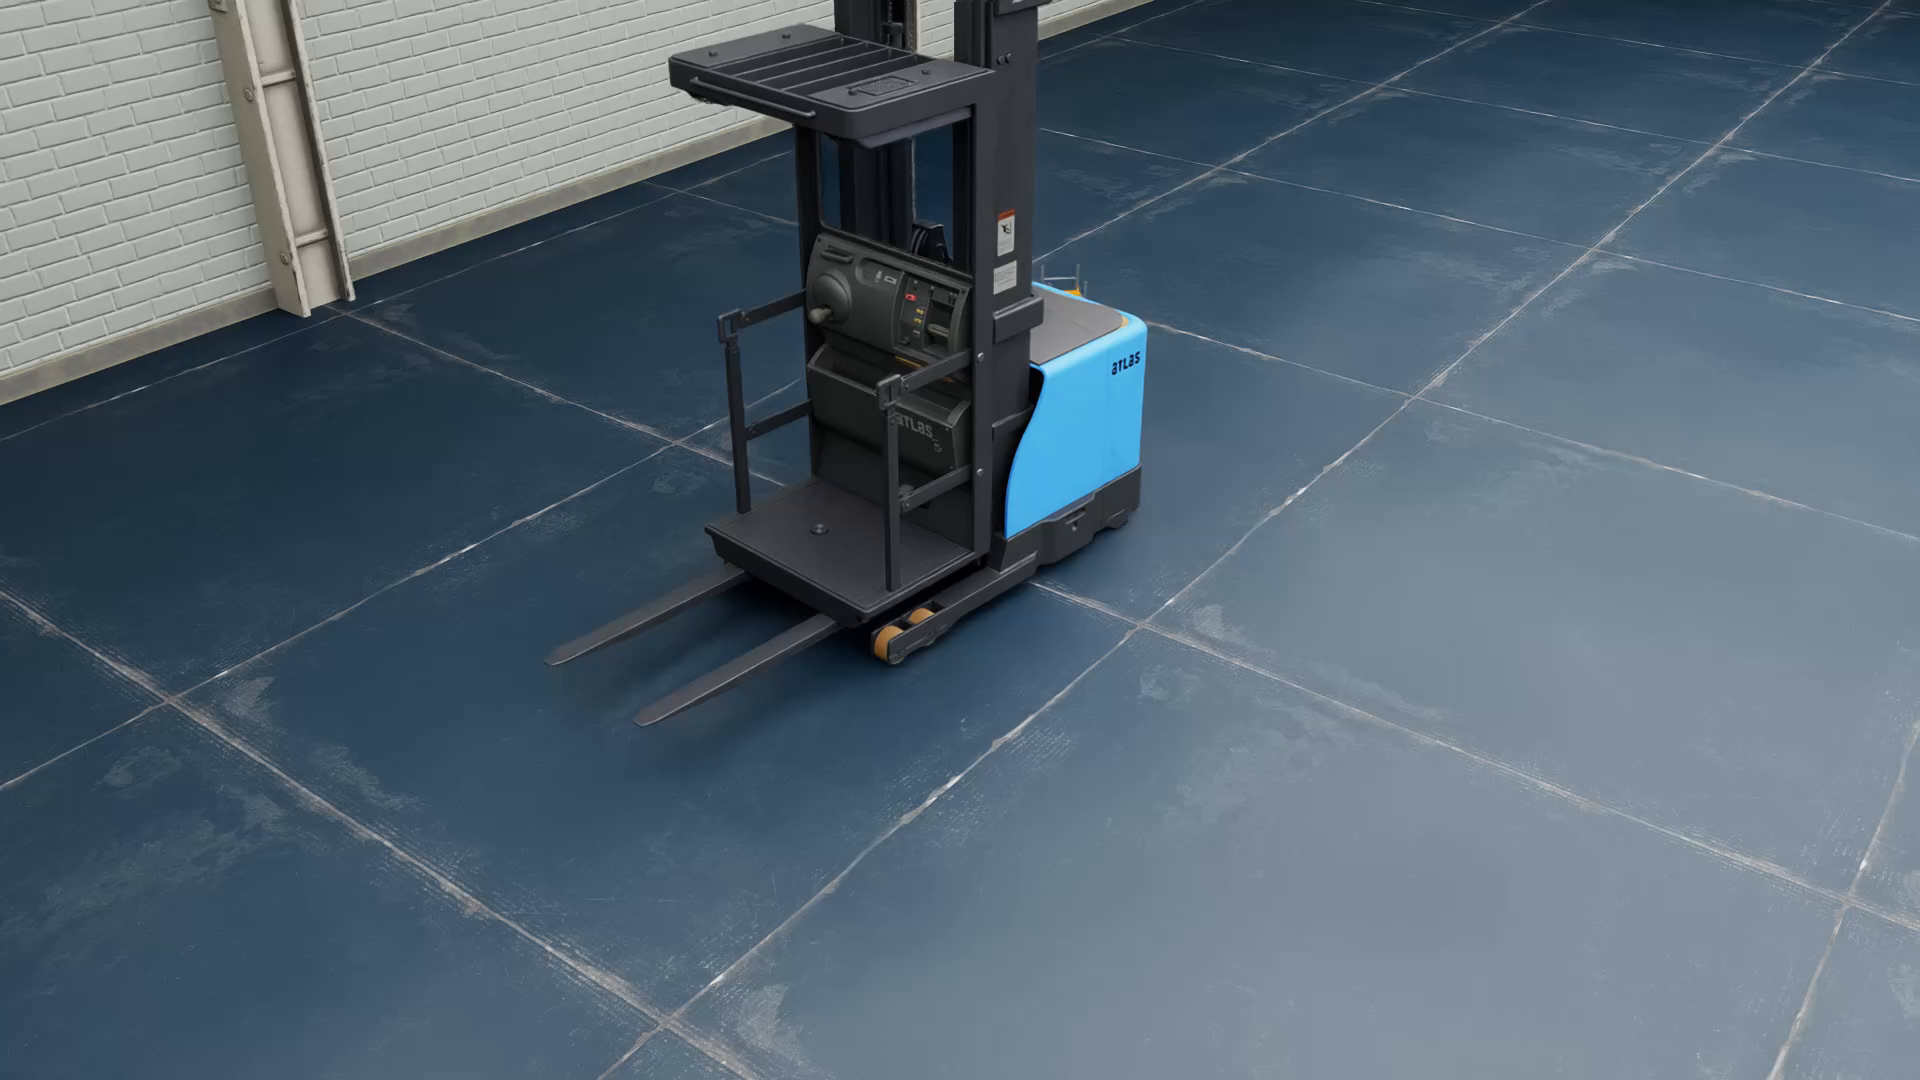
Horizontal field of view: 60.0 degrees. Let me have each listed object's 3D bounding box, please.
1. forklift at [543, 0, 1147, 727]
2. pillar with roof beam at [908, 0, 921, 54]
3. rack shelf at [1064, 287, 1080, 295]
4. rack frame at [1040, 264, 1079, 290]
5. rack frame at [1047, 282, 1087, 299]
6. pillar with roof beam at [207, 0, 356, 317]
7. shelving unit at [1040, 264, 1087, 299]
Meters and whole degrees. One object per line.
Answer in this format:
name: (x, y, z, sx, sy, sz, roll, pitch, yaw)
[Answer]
forklift: (-0.467, -1.010, 7.079, 1.130, 2.935, 3.031, 26, 39, 36)
pillar with roof beam: (2.847, -6.538, 10.455, 9.100, 9.000, 0.400, 21, 37, 31)
rack shelf: (0.529, -1.143, 8.612, 0.215, 0.259, 0.240, -3, 31, -5)
rack frame: (0.517, -0.969, 8.856, 0.200, 1.050, 0.008, -3, 31, -5)
rack frame: (0.540, -0.846, 8.647, 0.200, 1.050, 0.008, -3, 31, -5)
pillar with roof beam: (-0.775, -4.099, 6.340, 9.100, 9.000, 0.400, 21, 37, 31)
shelving unit: (0.529, -0.908, 8.752, 0.215, 1.050, 0.252, -3, 31, -5)
